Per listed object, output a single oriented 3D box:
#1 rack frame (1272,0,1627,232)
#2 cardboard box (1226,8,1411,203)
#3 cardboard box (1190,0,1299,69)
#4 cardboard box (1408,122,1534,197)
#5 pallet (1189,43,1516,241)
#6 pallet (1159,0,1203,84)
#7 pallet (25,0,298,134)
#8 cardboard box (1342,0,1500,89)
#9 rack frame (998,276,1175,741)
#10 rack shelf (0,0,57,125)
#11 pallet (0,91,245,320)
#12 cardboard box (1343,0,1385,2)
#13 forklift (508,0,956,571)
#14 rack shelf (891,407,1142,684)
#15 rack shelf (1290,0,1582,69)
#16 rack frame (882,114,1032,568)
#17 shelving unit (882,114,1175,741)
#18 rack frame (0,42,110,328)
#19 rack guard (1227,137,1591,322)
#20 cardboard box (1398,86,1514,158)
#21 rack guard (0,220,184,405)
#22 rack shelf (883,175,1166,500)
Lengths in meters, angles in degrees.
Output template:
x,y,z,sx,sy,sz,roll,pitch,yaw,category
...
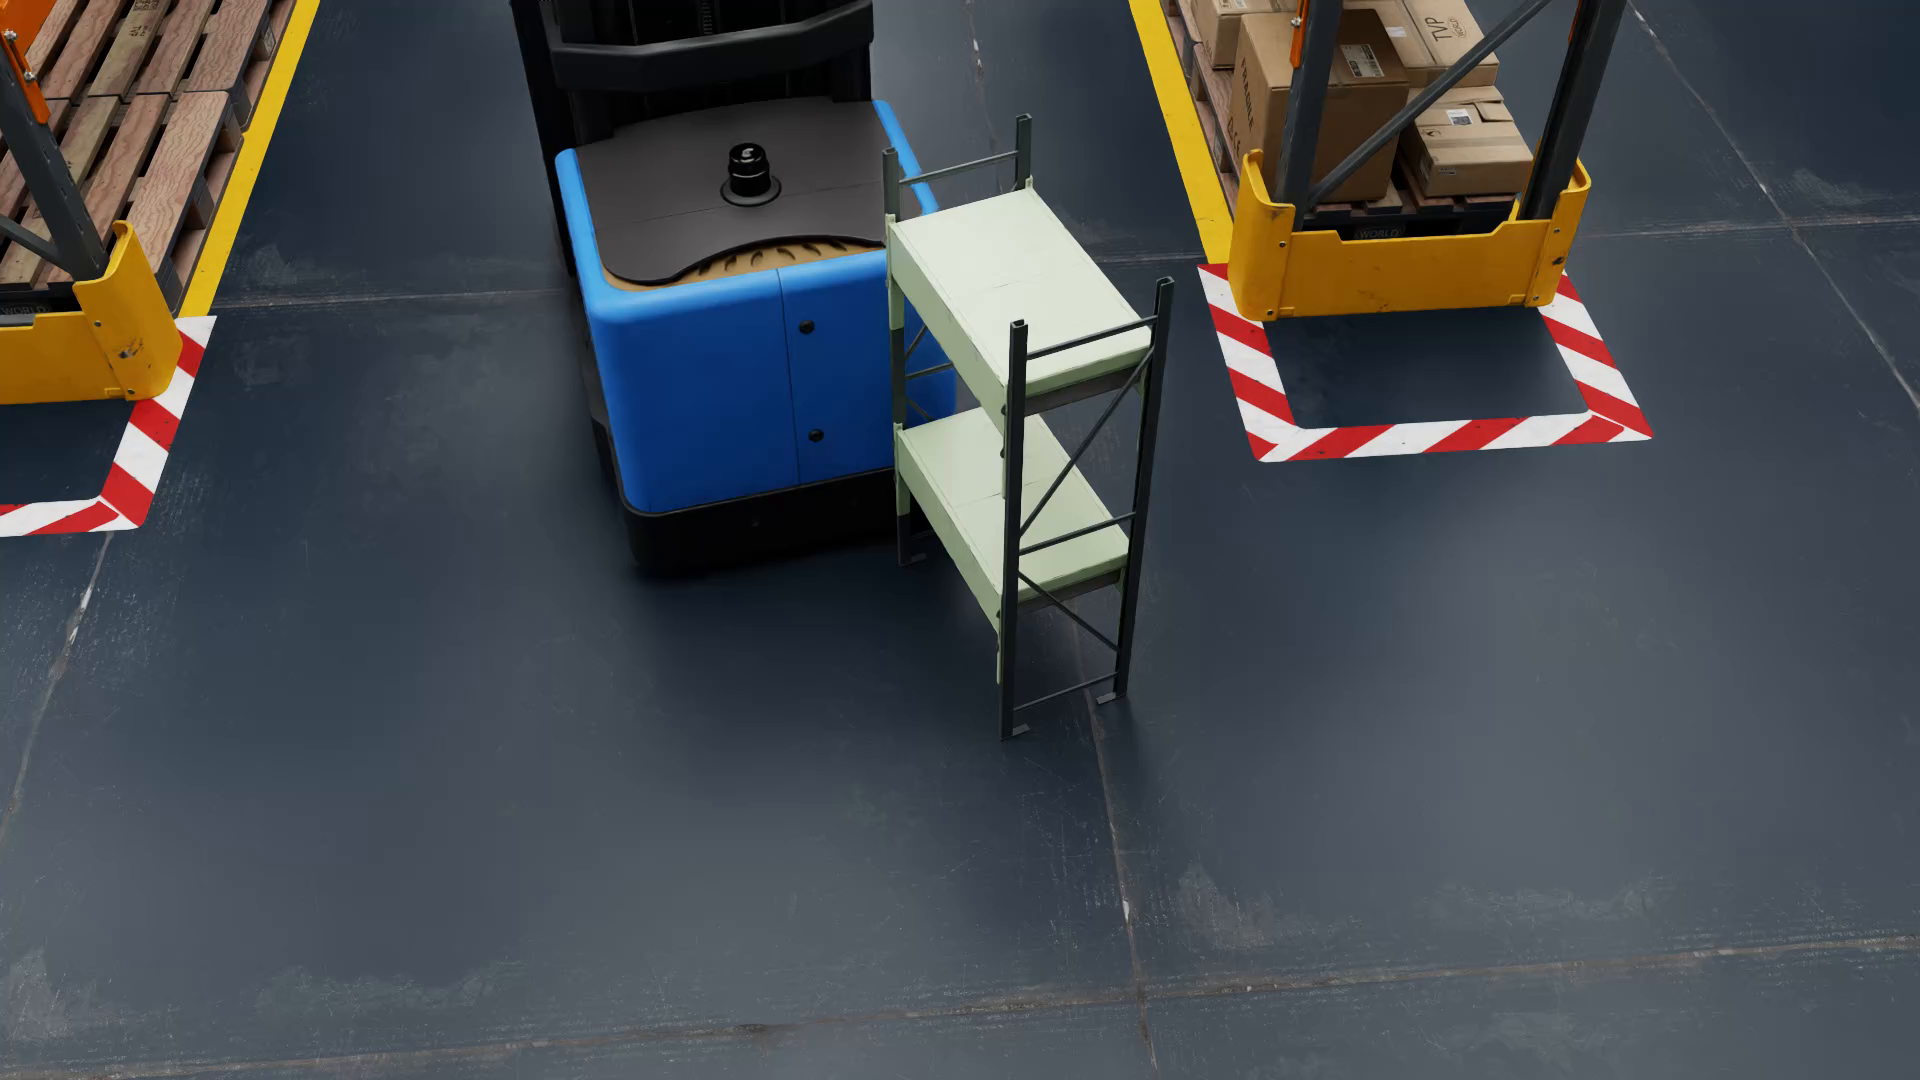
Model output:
x,y,z,sx,sy,sz,roll,pitch,yaw,category
1.591,-1.920,5.002,1.000,3.000,0.127,-3,47,-3,rack frame
1.300,-1.590,6.109,0.500,0.500,0.500,-3,47,-3,cardboard box
1.250,-2.193,6.852,0.500,0.250,0.500,-3,47,-3,cardboard box
1.898,-1.415,6.185,0.380,0.149,0.250,-3,47,-3,cardboard box
1.517,-1.593,6.613,1.003,0.211,1.213,-3,47,-3,pallet
1.418,-2.473,7.447,1.003,0.211,1.213,-3,47,-3,pallet
-3.475,-2.142,7.134,1.003,0.211,1.213,-3,47,-3,pallet
1.786,-1.898,6.573,0.500,0.250,0.500,-3,47,-3,cardboard box
0.296,-0.012,4.229,0.400,1.500,0.023,-18,49,-16,rack frame
-3.513,-2.821,6.352,1.077,0.370,4.000,-3,47,-3,rack shelf
-3.376,-1.262,6.300,1.003,0.211,1.213,-3,47,-3,pallet
1.744,-2.260,6.915,0.500,0.250,0.500,-3,47,-3,cardboard box
-0.898,-2.007,5.132,1.130,2.935,3.031,-12,48,-11,forklift
0.145,-0.030,4.695,0.431,0.370,0.720,-18,49,-16,rack shelf
1.424,-3.120,6.634,1.077,0.370,4.000,-3,47,-3,rack shelf
-0.005,-0.497,4.688,0.400,1.500,0.023,-18,49,-16,rack frame
0.145,-0.255,4.458,0.431,1.500,0.755,-18,49,-16,shelving unit
-3.345,-1.622,4.720,1.000,3.000,0.127,-3,47,-3,rack frame
1.585,-1.115,5.962,1.175,0.500,0.348,-3,47,-3,rack guard
1.877,-1.602,6.349,0.380,0.166,0.250,-3,47,-3,cardboard box
-3.330,-0.746,5.612,1.175,0.500,0.348,-3,47,-3,rack guard
0.145,-0.523,4.175,0.431,0.370,0.720,-18,49,-16,rack shelf
